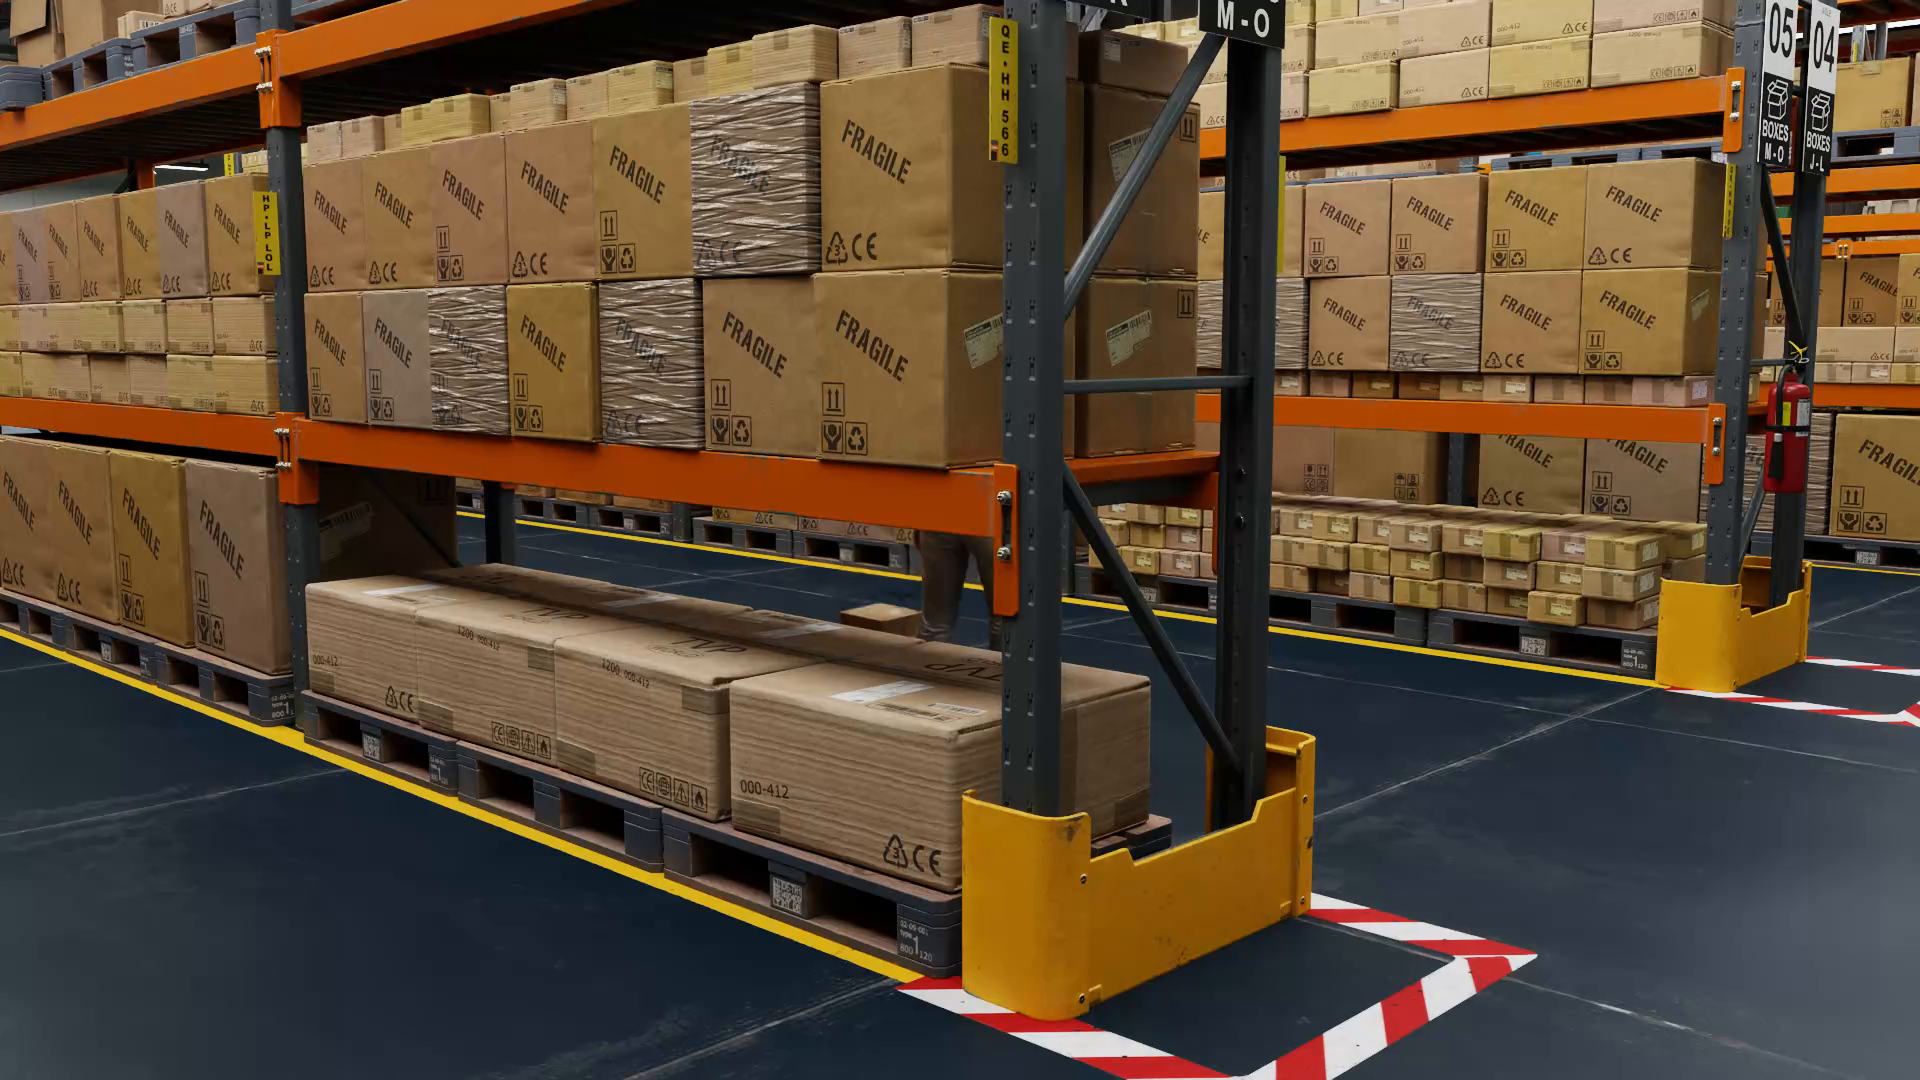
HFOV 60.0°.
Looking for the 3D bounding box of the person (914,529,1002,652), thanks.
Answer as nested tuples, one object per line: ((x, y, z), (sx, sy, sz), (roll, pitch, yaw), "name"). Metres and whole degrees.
((0.084, -0.103, 6.792), (0.613, 1.775, 0.553), (4, 8, 29), "person")
